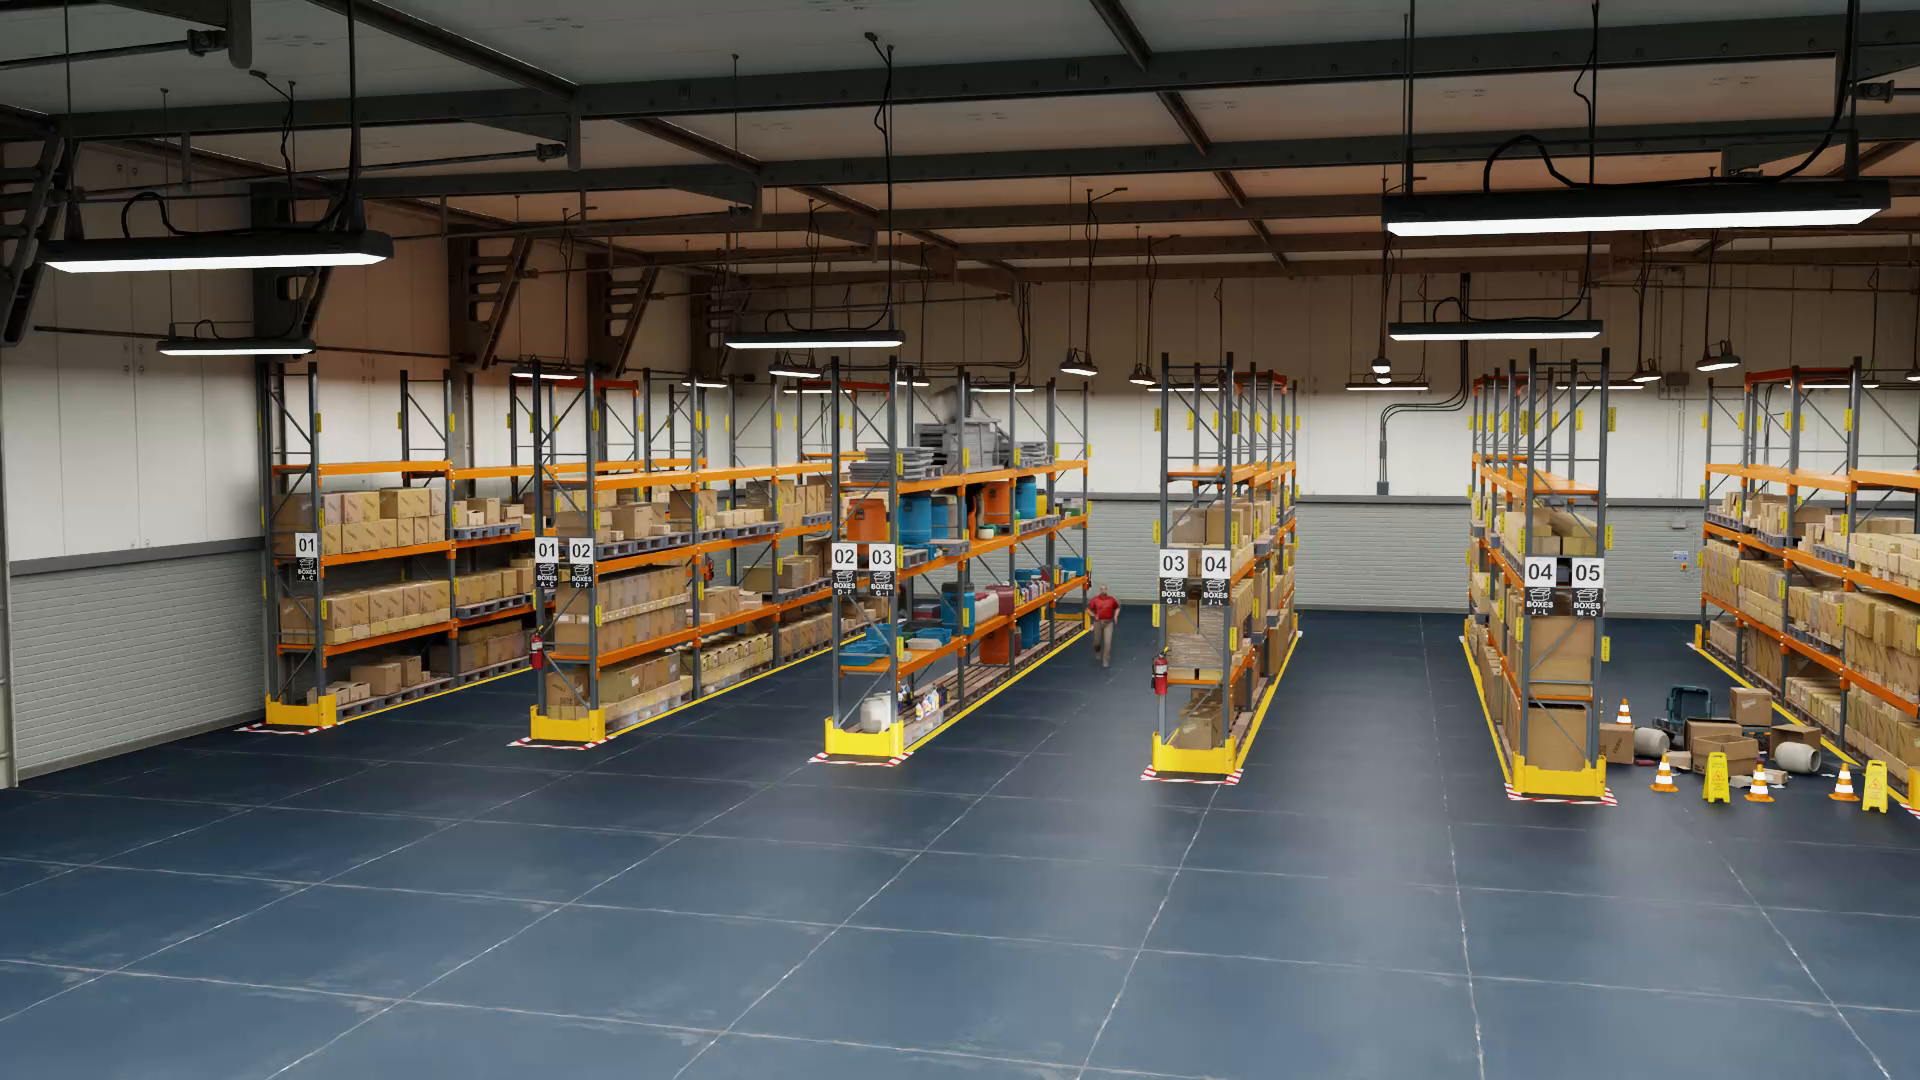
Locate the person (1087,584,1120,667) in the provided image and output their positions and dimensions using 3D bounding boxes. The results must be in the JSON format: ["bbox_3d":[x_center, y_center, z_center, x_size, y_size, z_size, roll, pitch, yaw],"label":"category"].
[{"bbox_3d":[2.960,1.750,34.233,0.674,1.682,0.782,0,4,2],"label":"person"}]

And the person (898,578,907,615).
[{"bbox_3d":[-1.432,1.121,42.810,0.859,1.814,0.714,3,5,35],"label":"person"}]
